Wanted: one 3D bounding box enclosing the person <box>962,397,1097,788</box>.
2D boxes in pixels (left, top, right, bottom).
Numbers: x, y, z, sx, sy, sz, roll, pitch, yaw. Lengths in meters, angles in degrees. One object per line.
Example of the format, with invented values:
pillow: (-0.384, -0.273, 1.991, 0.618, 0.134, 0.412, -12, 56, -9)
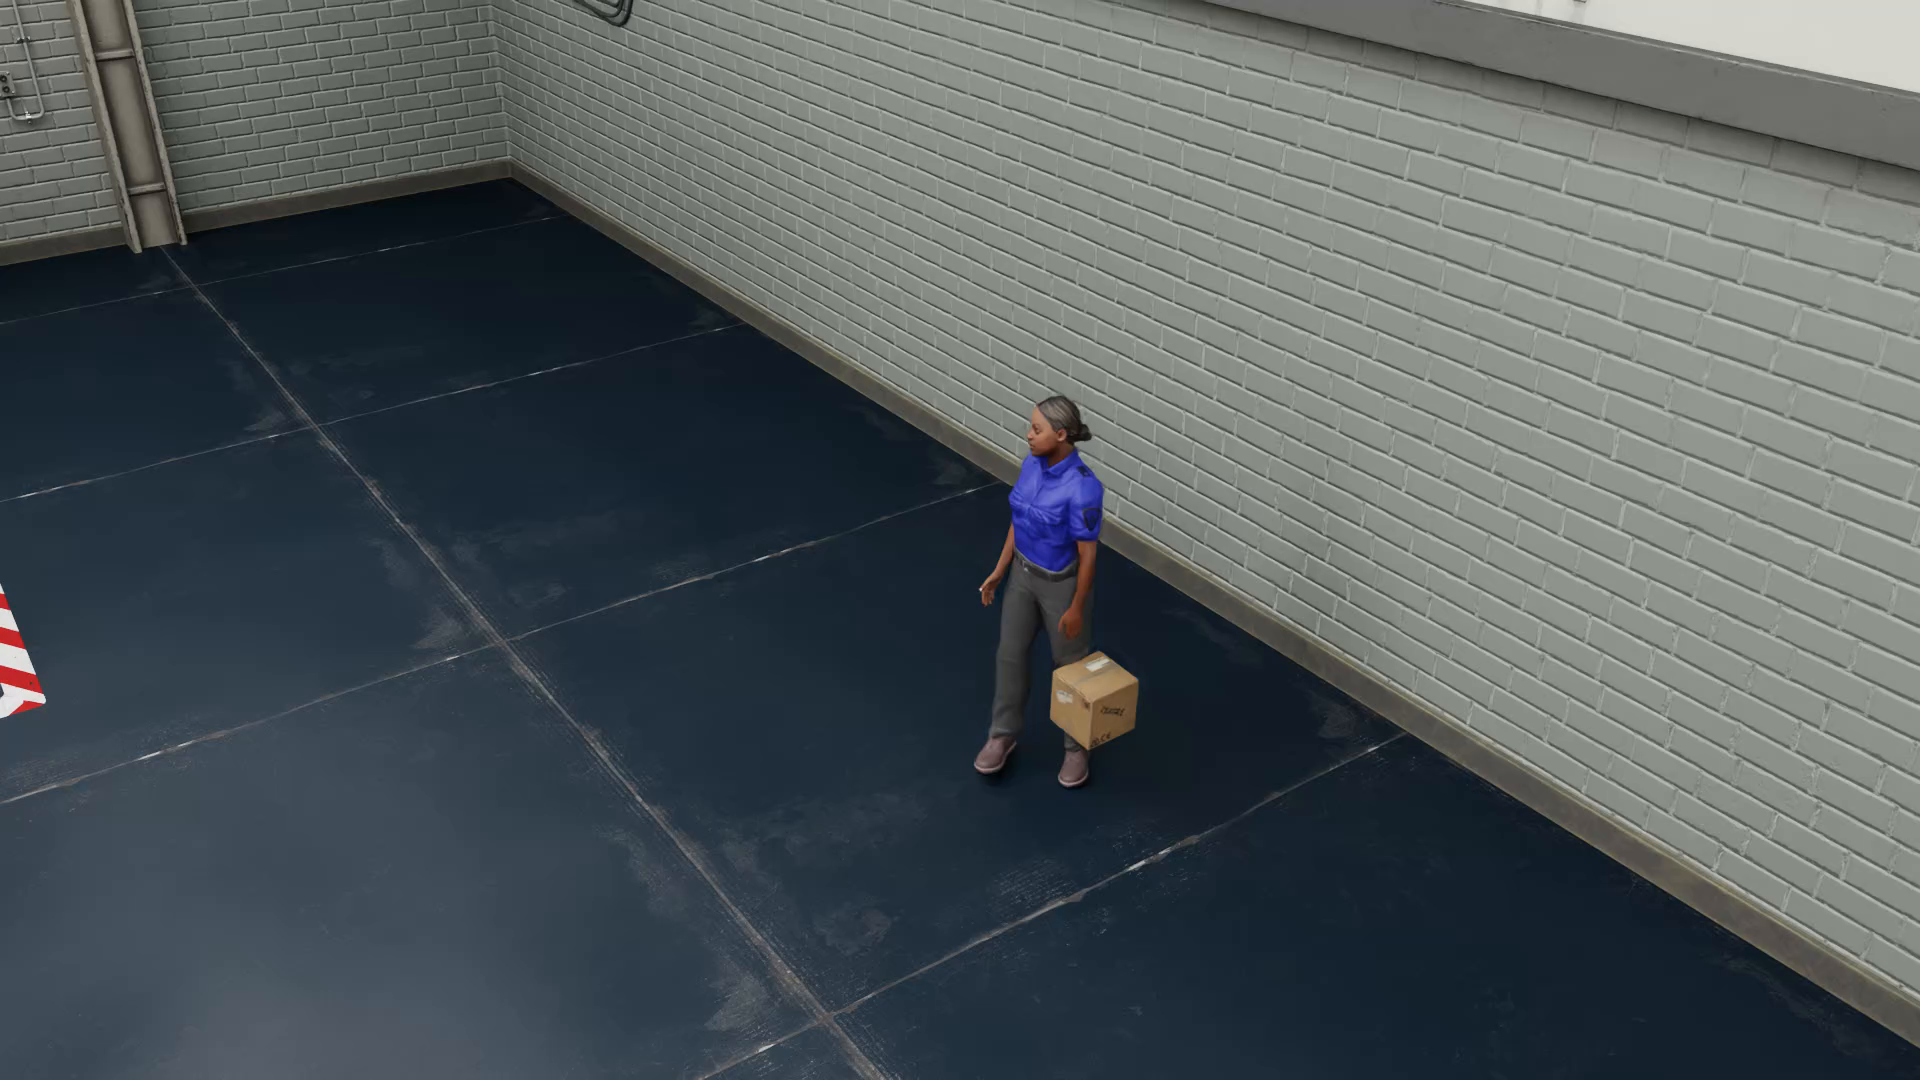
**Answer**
person: (0.291, 0.198, 6.724, 0.535, 1.657, 0.554, -10, 30, -17)
